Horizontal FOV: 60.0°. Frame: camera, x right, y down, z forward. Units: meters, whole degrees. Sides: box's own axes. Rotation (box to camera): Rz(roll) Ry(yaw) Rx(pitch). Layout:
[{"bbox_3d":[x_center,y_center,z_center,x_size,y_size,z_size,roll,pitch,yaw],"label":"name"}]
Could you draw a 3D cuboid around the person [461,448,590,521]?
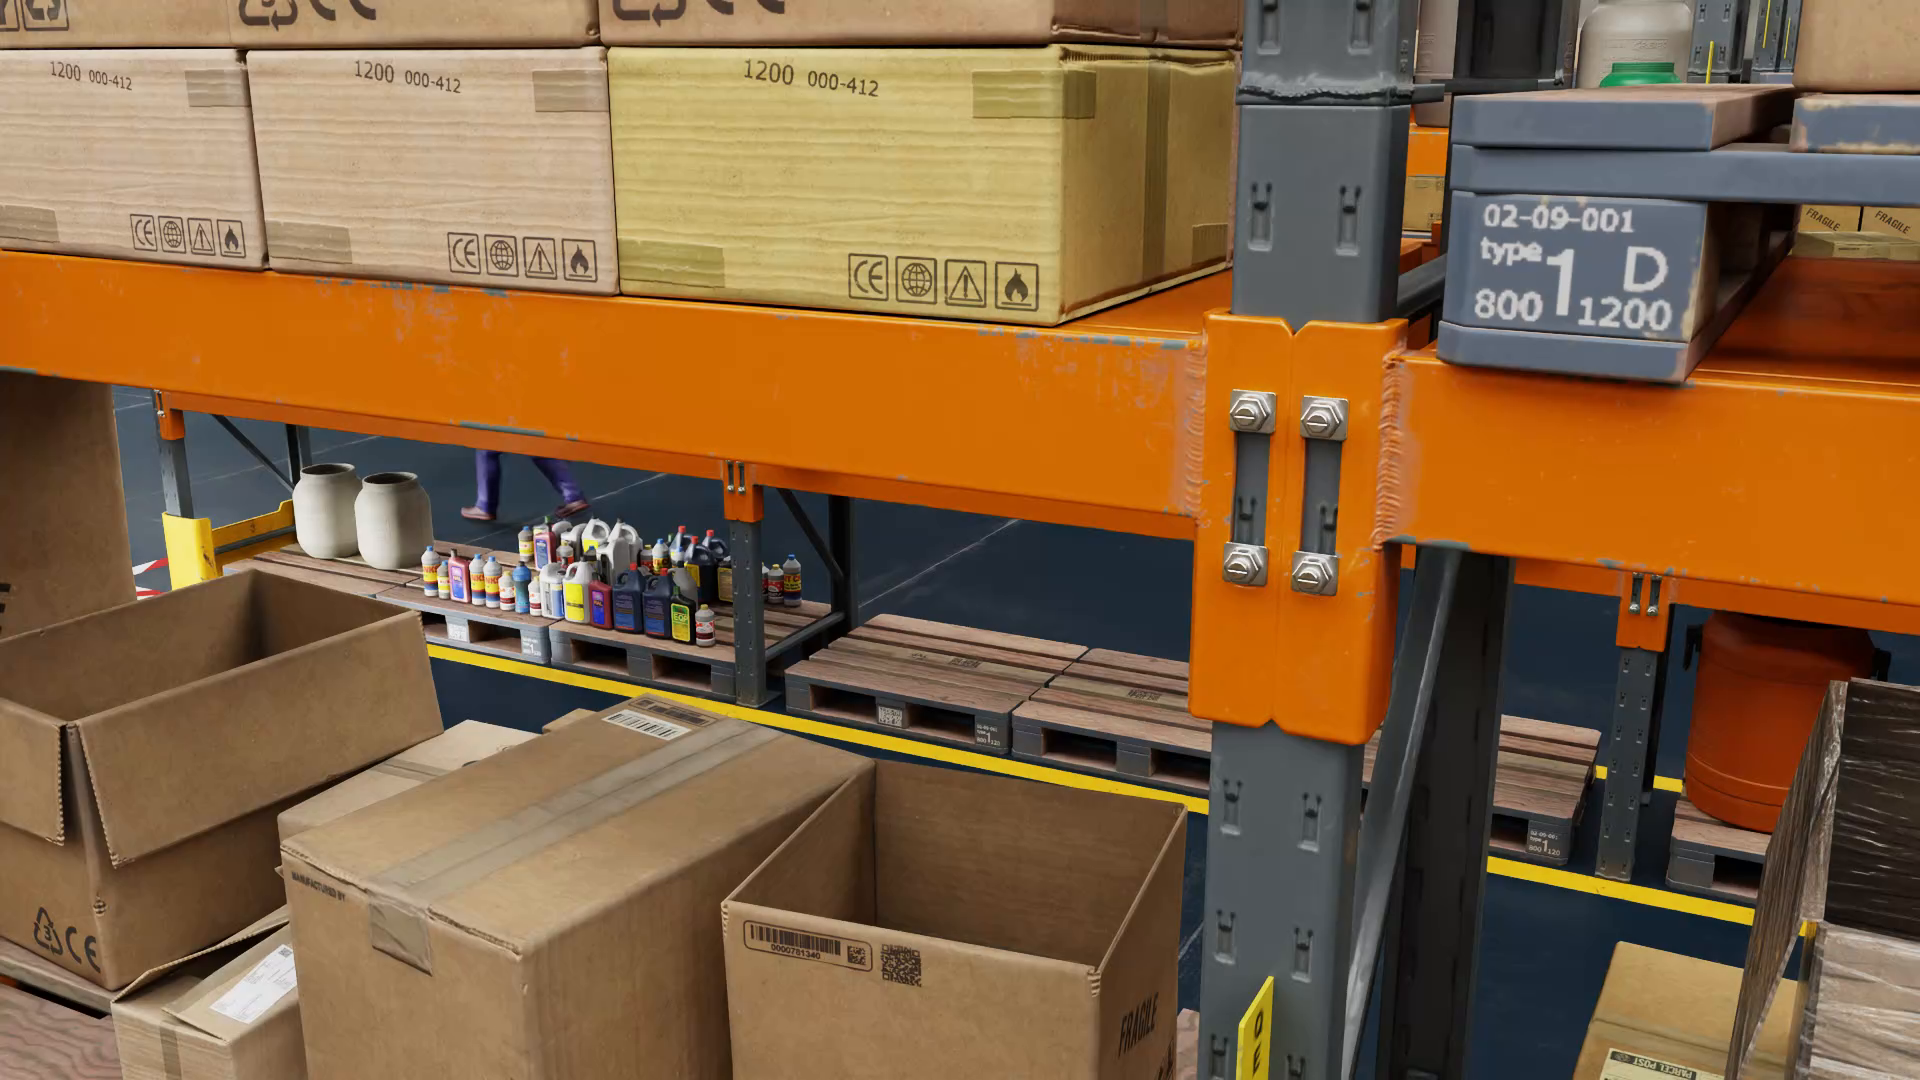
[{"bbox_3d":[-2.987,-0.904,11.237,0.978,1.594,0.476,9,18,29],"label":"person"}]
